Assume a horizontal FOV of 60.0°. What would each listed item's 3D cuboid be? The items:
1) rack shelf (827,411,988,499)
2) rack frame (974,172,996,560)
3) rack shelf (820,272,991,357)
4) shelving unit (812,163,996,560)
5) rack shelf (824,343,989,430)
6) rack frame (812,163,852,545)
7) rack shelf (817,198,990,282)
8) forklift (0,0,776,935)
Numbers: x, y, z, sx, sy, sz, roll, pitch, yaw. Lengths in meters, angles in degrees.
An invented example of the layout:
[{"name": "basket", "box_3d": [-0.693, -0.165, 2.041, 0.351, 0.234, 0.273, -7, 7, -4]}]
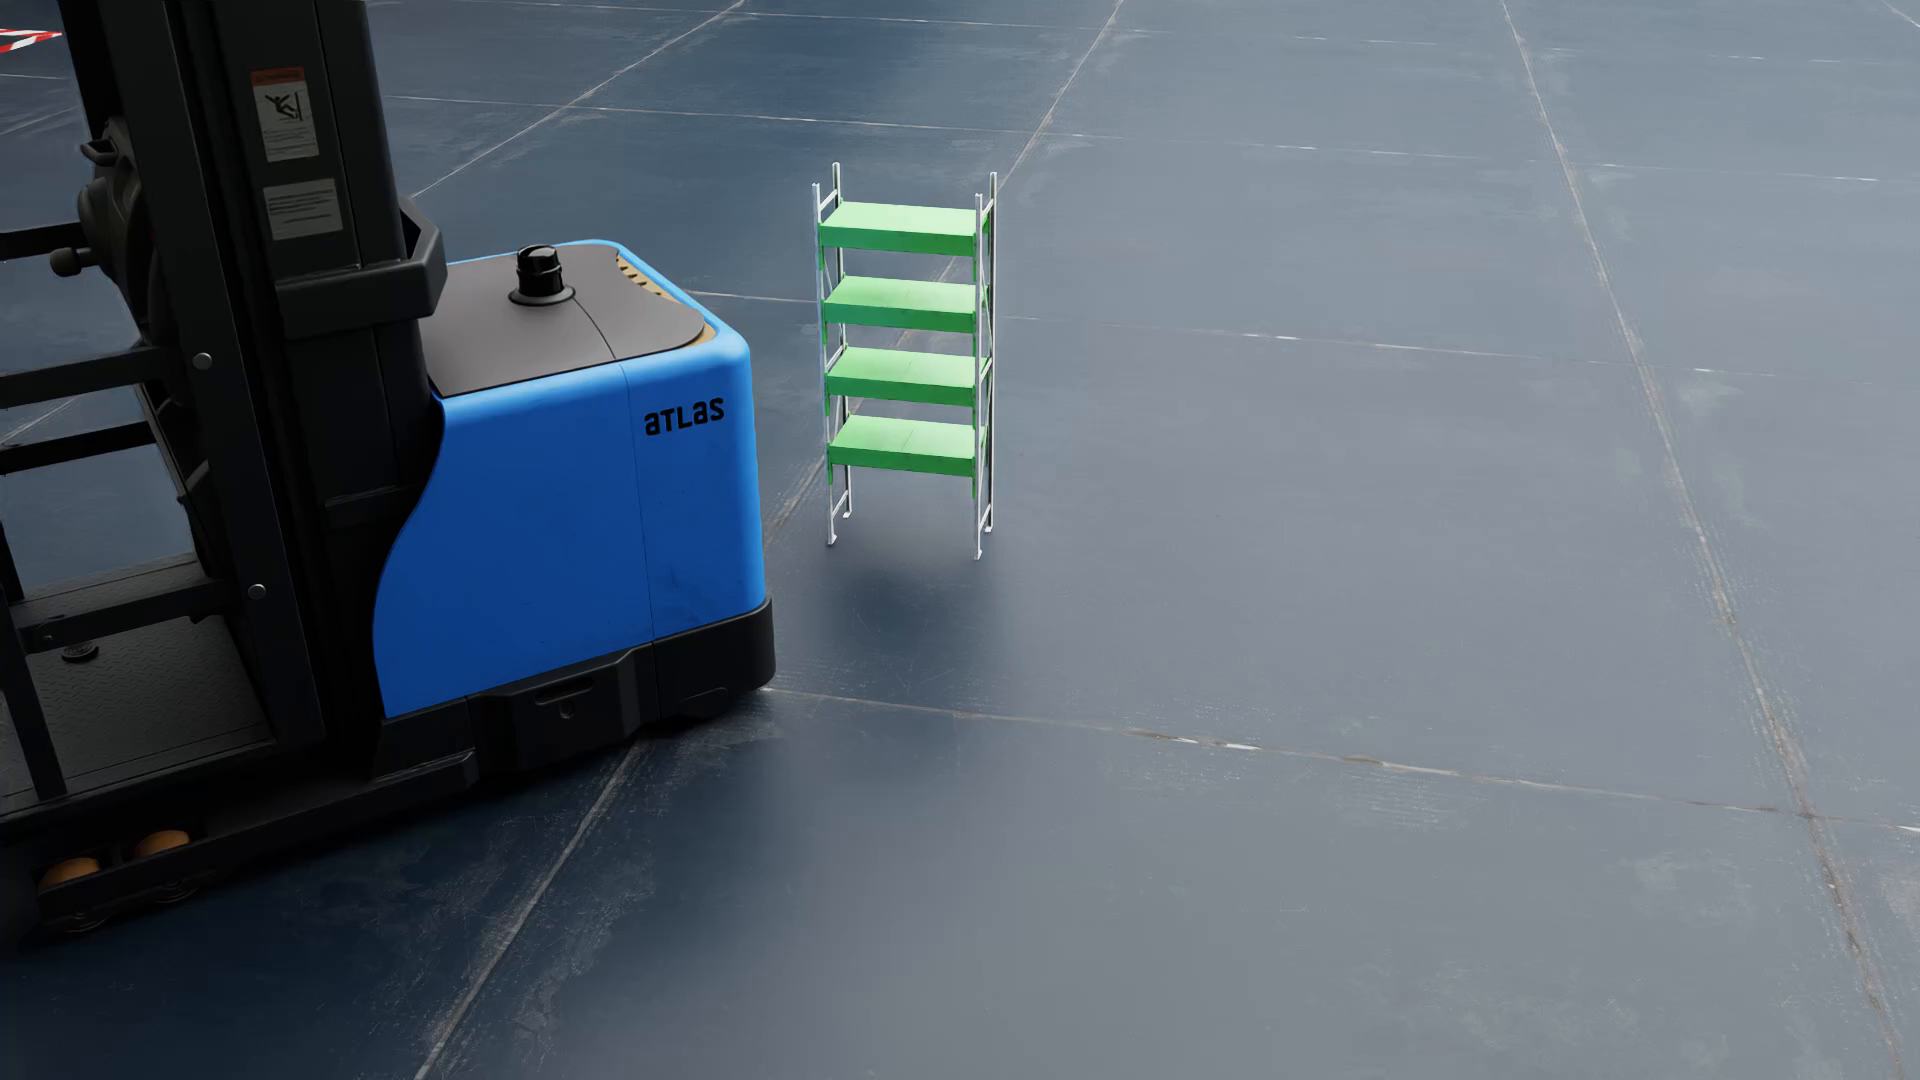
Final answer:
[{"name": "rack shelf", "box_3d": [-0.162, -0.276, 5.357, 0.480, 0.148, 0.258, 6, 29, 11]}, {"name": "rack frame", "box_3d": [0.077, -0.518, 5.166, 0.015, 1.200, 0.240, 6, 29, 11]}, {"name": "rack shelf", "box_3d": [-0.162, -0.697, 5.126, 0.480, 0.148, 0.258, 6, 29, 11]}, {"name": "shelving unit", "box_3d": [-0.162, -0.543, 5.211, 0.503, 1.200, 0.258, 6, 29, 11]}, {"name": "rack shelf", "box_3d": [-0.162, -0.487, 5.241, 0.480, 0.148, 0.258, 6, 29, 11]}, {"name": "rack frame", "box_3d": [-0.401, -0.567, 5.255, 0.015, 1.200, 0.240, 6, 29, 11]}, {"name": "rack shelf", "box_3d": [-0.162, -0.908, 5.011, 0.480, 0.148, 0.258, 6, 29, 11]}, {"name": "forklift", "box_3d": [-2.042, -0.675, 3.650, 3.031, 2.935, 1.130, -16, 33, -27]}]
